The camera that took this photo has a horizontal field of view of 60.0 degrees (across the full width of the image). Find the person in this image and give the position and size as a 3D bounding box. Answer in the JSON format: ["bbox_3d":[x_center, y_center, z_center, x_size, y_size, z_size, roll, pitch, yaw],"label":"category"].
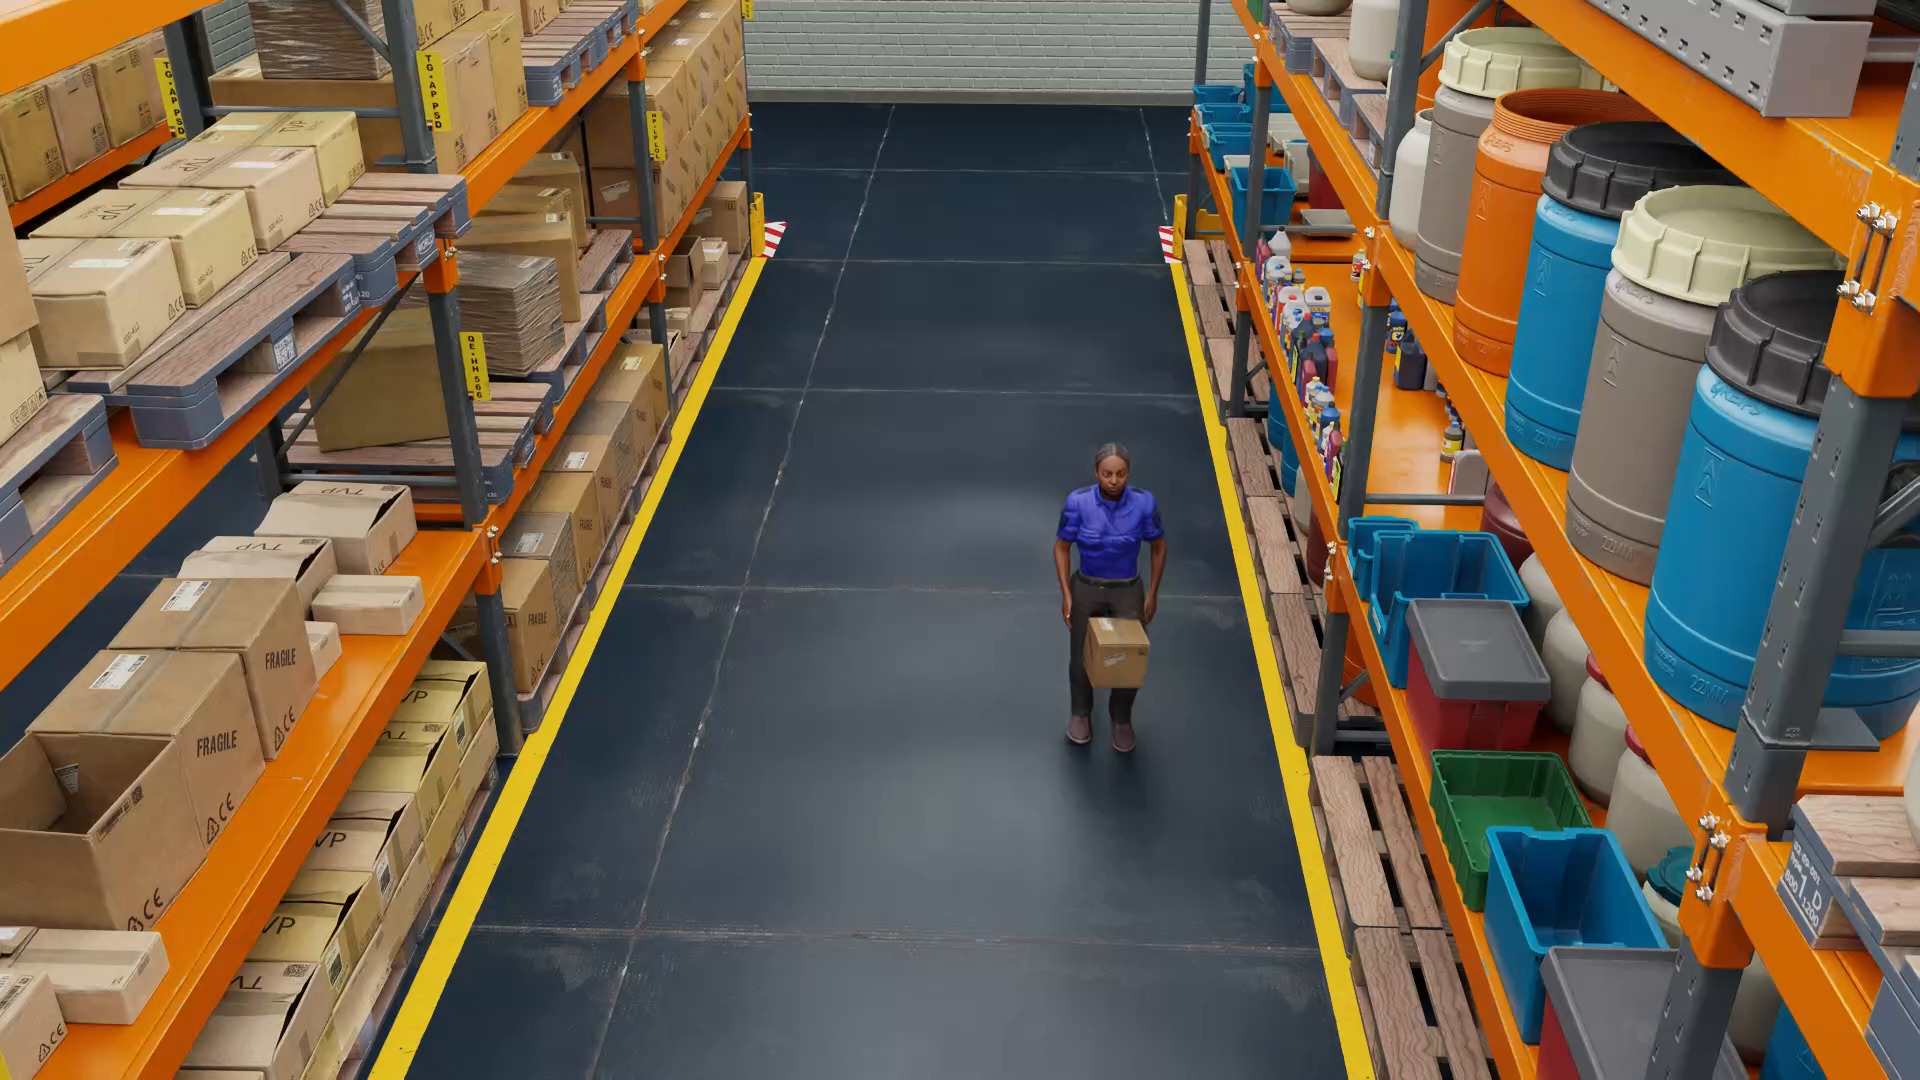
[{"bbox_3d":[0.722,0.290,8.096,0.549,1.646,0.446,2,28,3],"label":"person"}]
